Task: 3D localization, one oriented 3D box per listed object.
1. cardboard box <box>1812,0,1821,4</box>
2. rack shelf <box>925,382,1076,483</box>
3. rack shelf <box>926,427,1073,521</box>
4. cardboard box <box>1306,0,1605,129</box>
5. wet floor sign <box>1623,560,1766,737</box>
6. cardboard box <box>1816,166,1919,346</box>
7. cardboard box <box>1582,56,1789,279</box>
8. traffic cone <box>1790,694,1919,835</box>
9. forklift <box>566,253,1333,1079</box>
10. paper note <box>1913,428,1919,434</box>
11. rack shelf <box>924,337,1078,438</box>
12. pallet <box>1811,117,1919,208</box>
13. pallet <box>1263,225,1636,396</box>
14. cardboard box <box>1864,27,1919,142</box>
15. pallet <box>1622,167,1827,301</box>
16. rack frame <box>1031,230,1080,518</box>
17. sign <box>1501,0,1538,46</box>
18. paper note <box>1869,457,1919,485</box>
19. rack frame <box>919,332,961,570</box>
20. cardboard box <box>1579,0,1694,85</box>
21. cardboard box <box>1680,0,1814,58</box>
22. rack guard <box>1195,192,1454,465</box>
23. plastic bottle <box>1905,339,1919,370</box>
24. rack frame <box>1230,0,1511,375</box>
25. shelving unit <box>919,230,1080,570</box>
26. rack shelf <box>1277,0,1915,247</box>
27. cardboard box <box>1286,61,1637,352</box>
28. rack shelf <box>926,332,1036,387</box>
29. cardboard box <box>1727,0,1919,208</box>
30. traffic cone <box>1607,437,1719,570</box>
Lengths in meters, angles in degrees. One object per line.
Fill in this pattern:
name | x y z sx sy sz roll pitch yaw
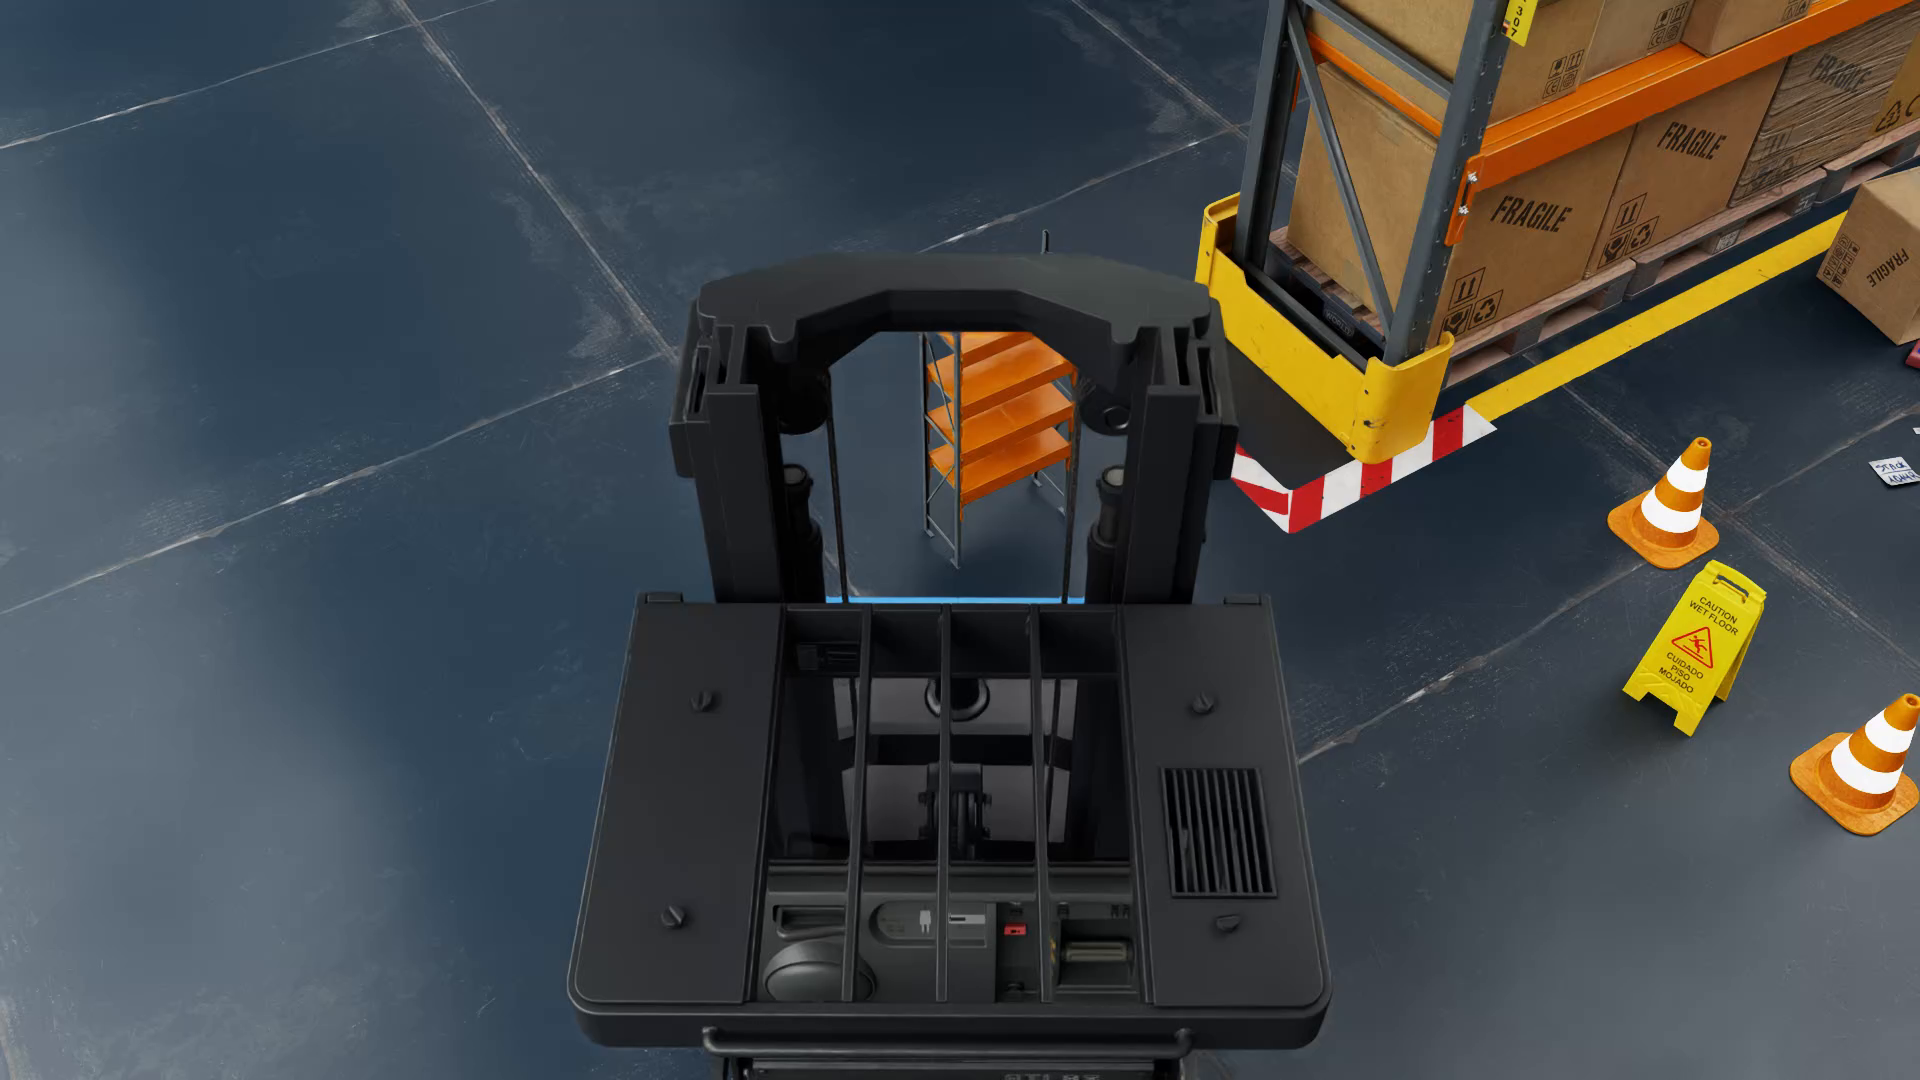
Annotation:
cardboard box | 3.157 -2.561 6.422 0.500 0.550 0.875 -25 53 -21
rack shelf | 0.140 -0.420 5.911 0.480 0.148 0.258 -25 53 -21
rack shelf | 0.140 -0.288 6.059 0.480 0.148 0.258 -25 53 -21
cardboard box | 1.737 -1.947 5.875 0.550 0.550 0.875 -25 53 -21
wet floor sign | 2.479 0.324 5.529 0.232 0.644 0.267 -34 57 -27
cardboard box | 4.065 -1.217 6.998 0.500 0.500 0.500 -17 51 -15
cardboard box | 2.728 -1.818 7.002 0.875 0.875 0.875 -26 53 -21
traffic cone | 2.969 0.657 5.355 0.334 0.463 0.336 -25 53 -21
forklift | -0.013 1.002 3.395 1.130 2.935 3.031 0 48 0
paper note | 3.869 -0.437 6.632 0.123 0.001 0.032 -2 48 -1
rack shelf | 0.140 -0.569 5.744 0.480 0.148 0.258 -25 53 -21
pallet | 4.145 -2.134 8.009 1.213 0.211 1.003 -25 53 -21
pallet | 2.082 -1.161 7.143 1.213 0.211 1.003 -25 53 -21
cardboard box | 4.261 -2.541 7.646 0.875 0.875 0.875 -24 53 -20
pallet | 3.112 -1.645 7.573 1.213 0.211 1.003 -25 53 -21
rack frame | 0.346 -0.562 5.947 0.015 1.200 0.240 -25 53 -21
sign | 1.738 -1.682 5.107 0.005 0.325 0.100 -25 53 -21
paper note | 3.644 -0.269 6.470 0.142 0.017 0.144 -9 49 -8
rack frame | -0.066 -0.368 5.774 0.015 1.200 0.240 -25 53 -21
cardboard box | 2.190 -2.180 6.082 0.550 0.550 0.875 -25 53 -21
cardboard box | 2.731 -2.324 6.211 0.550 0.550 0.875 -25 53 -21
rack guard | 1.427 -0.880 6.699 0.348 0.500 1.175 -25 53 -21
plastic bottle | 4.067 -0.721 6.851 0.283 0.061 0.133 30 55 24
rack frame | 1.447 -1.721 5.774 0.127 3.000 1.000 -25 53 -21
shelving unit | 0.140 -0.465 5.861 0.503 1.200 0.258 -25 53 -21
rack shelf | 3.139 -2.278 6.752 4.000 0.370 1.077 -25 53 -21
cardboard box | 1.985 -1.466 6.688 0.875 0.875 0.875 -25 53 -21
rack shelf | 0.140 -0.726 5.567 0.480 0.148 0.258 -25 53 -21
cardboard box | 3.500 -2.180 7.324 0.875 0.875 0.875 -25 53 -21
traffic cone | 2.654 -0.192 6.111 0.334 0.463 0.336 -25 53 -21
